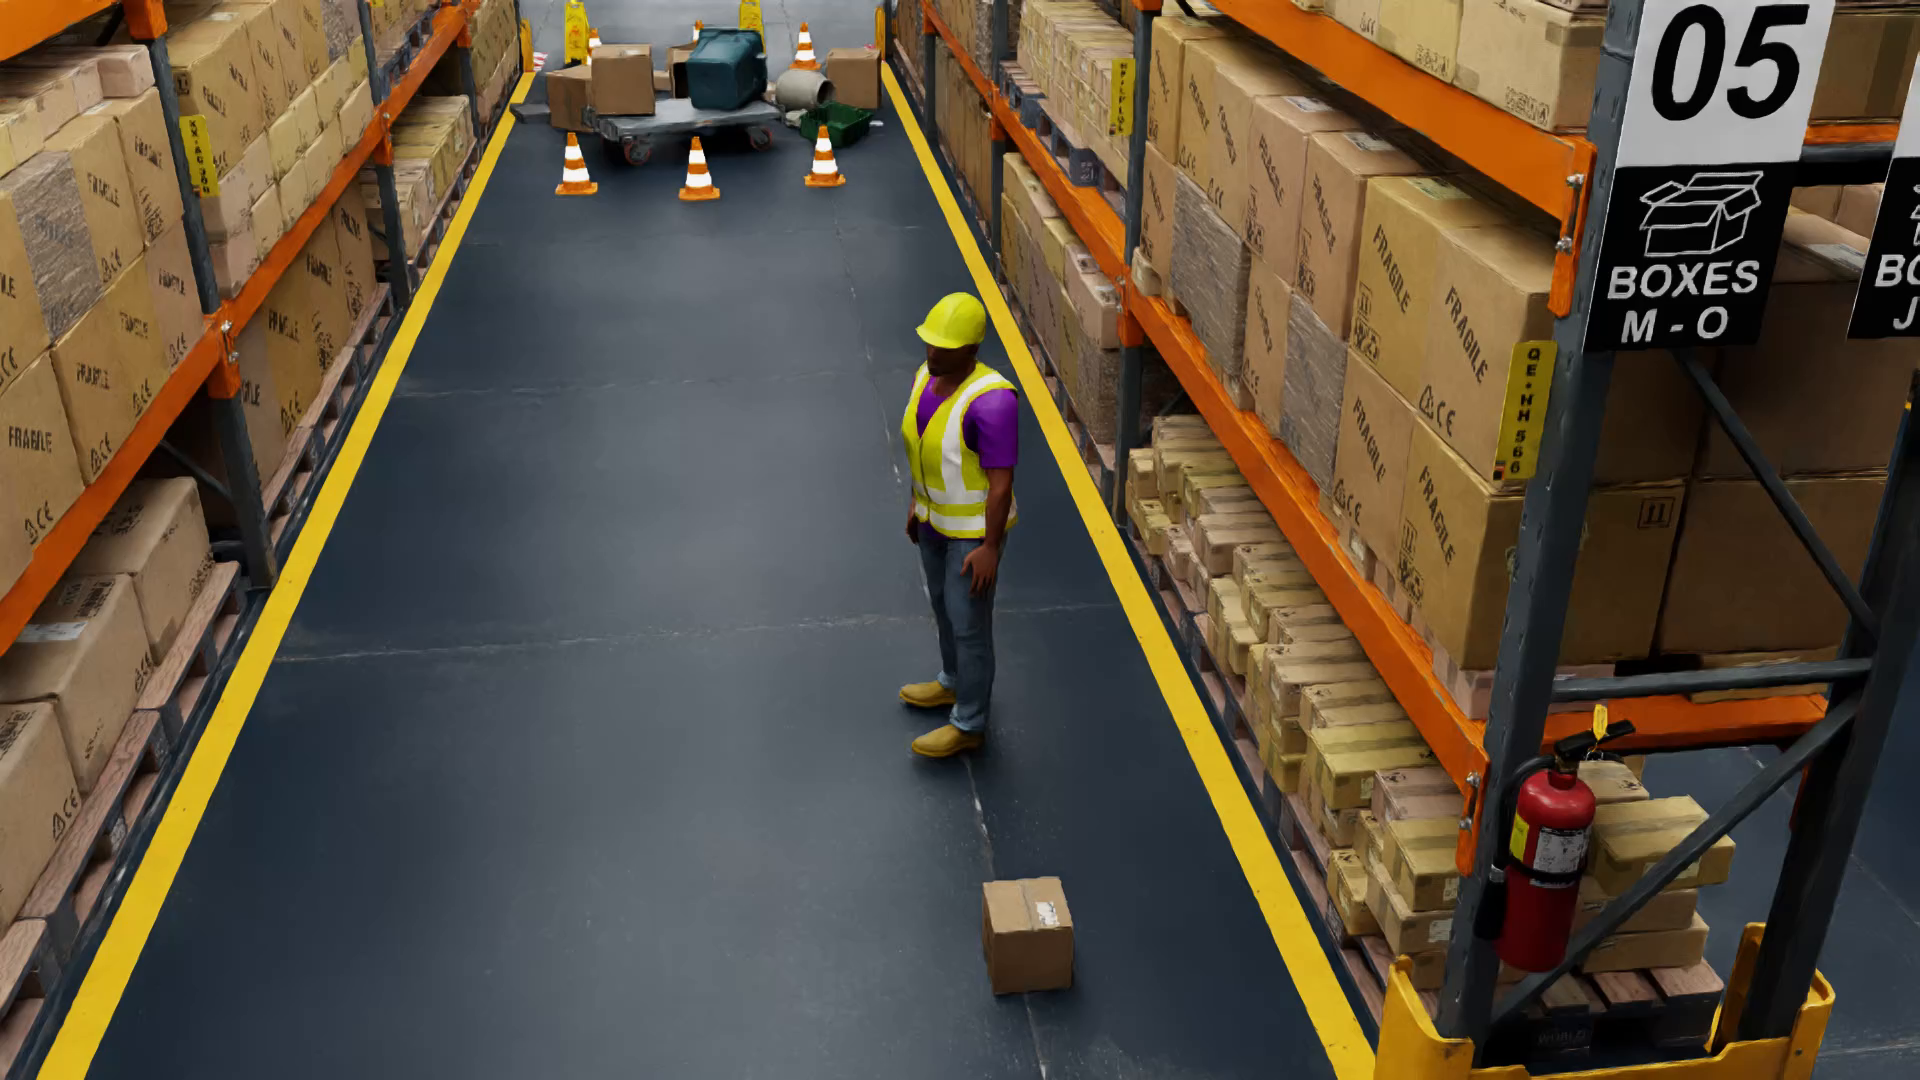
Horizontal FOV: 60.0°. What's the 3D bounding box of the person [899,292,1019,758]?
[{"bbox_3d":[-0.055,-0.050,6.123,0.470,1.770,0.636,-16,31,-29],"label":"person"}]
